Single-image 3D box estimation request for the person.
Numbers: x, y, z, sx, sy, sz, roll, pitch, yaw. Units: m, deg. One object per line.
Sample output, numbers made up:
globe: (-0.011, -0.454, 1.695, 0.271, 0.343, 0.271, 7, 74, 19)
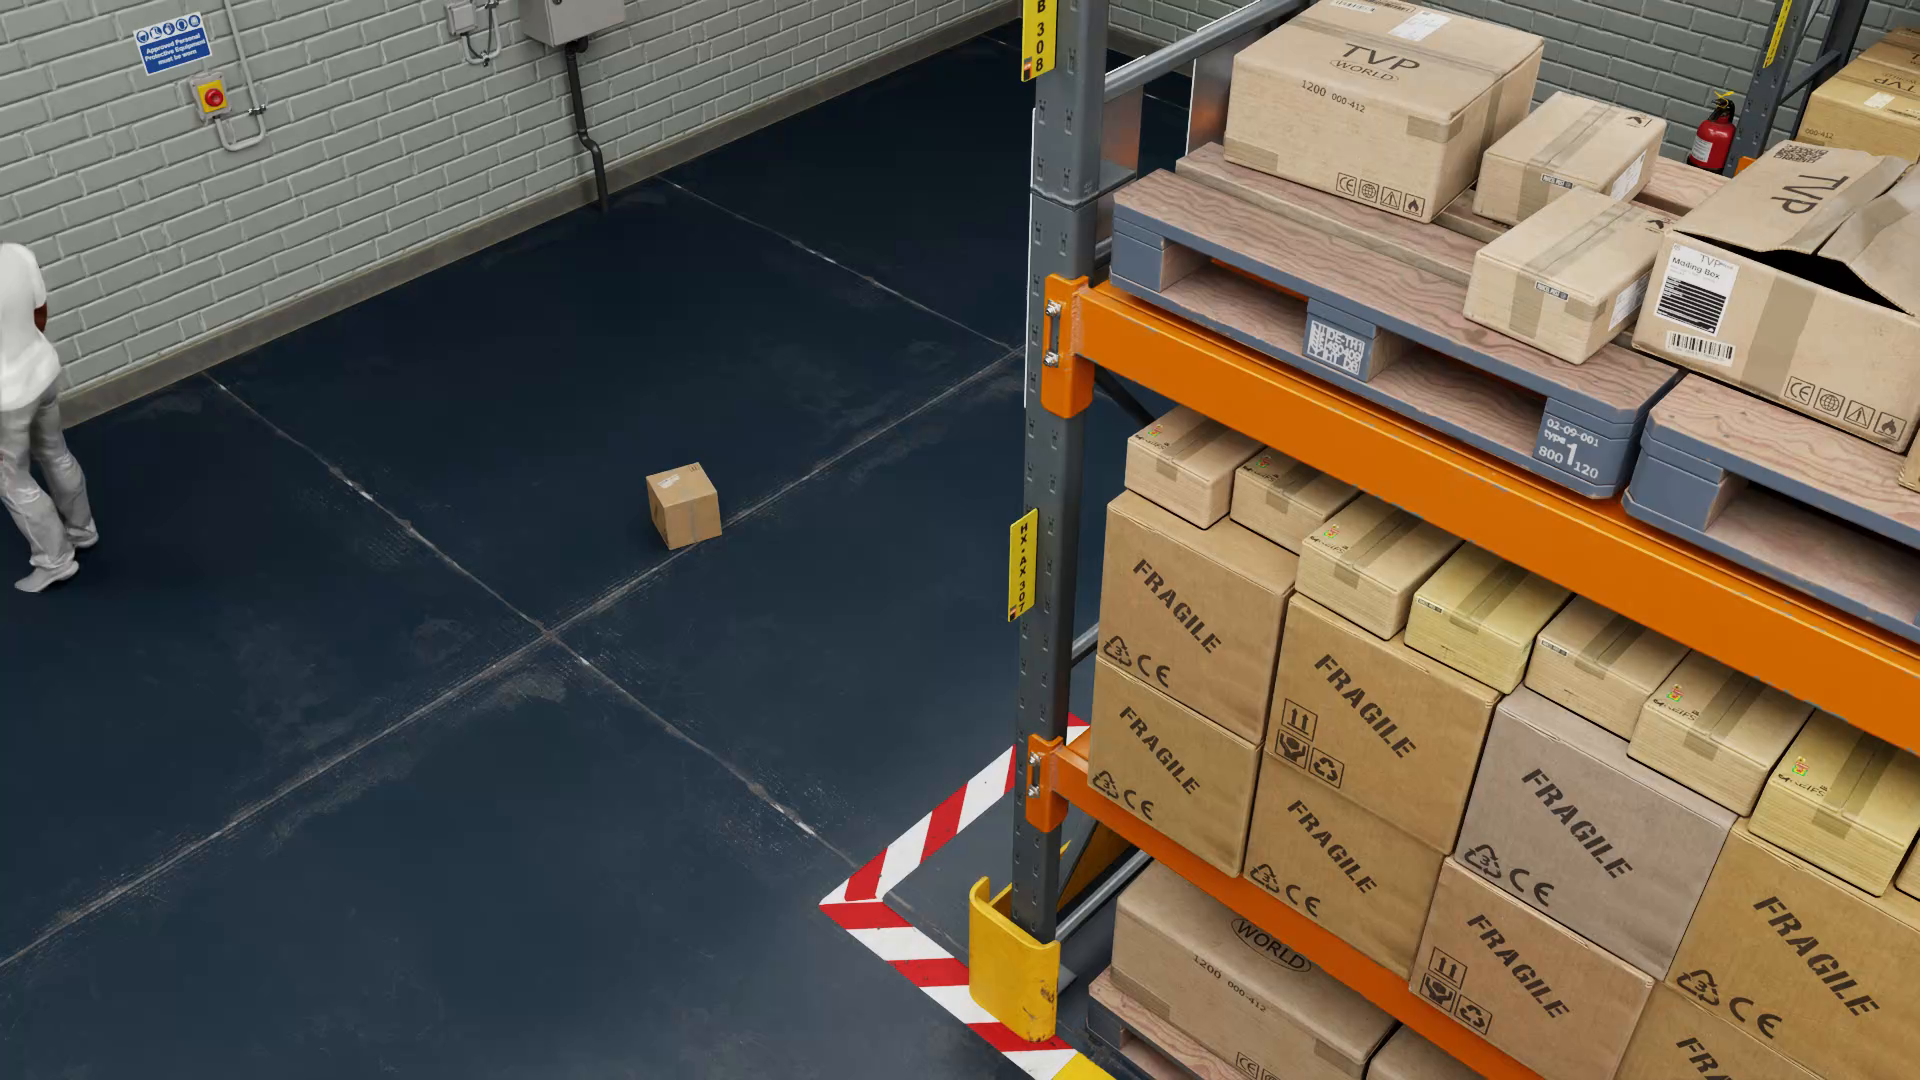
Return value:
person: (-3.958, -0.612, 6.889, 0.468, 1.830, 0.617, 5, 39, 6)
